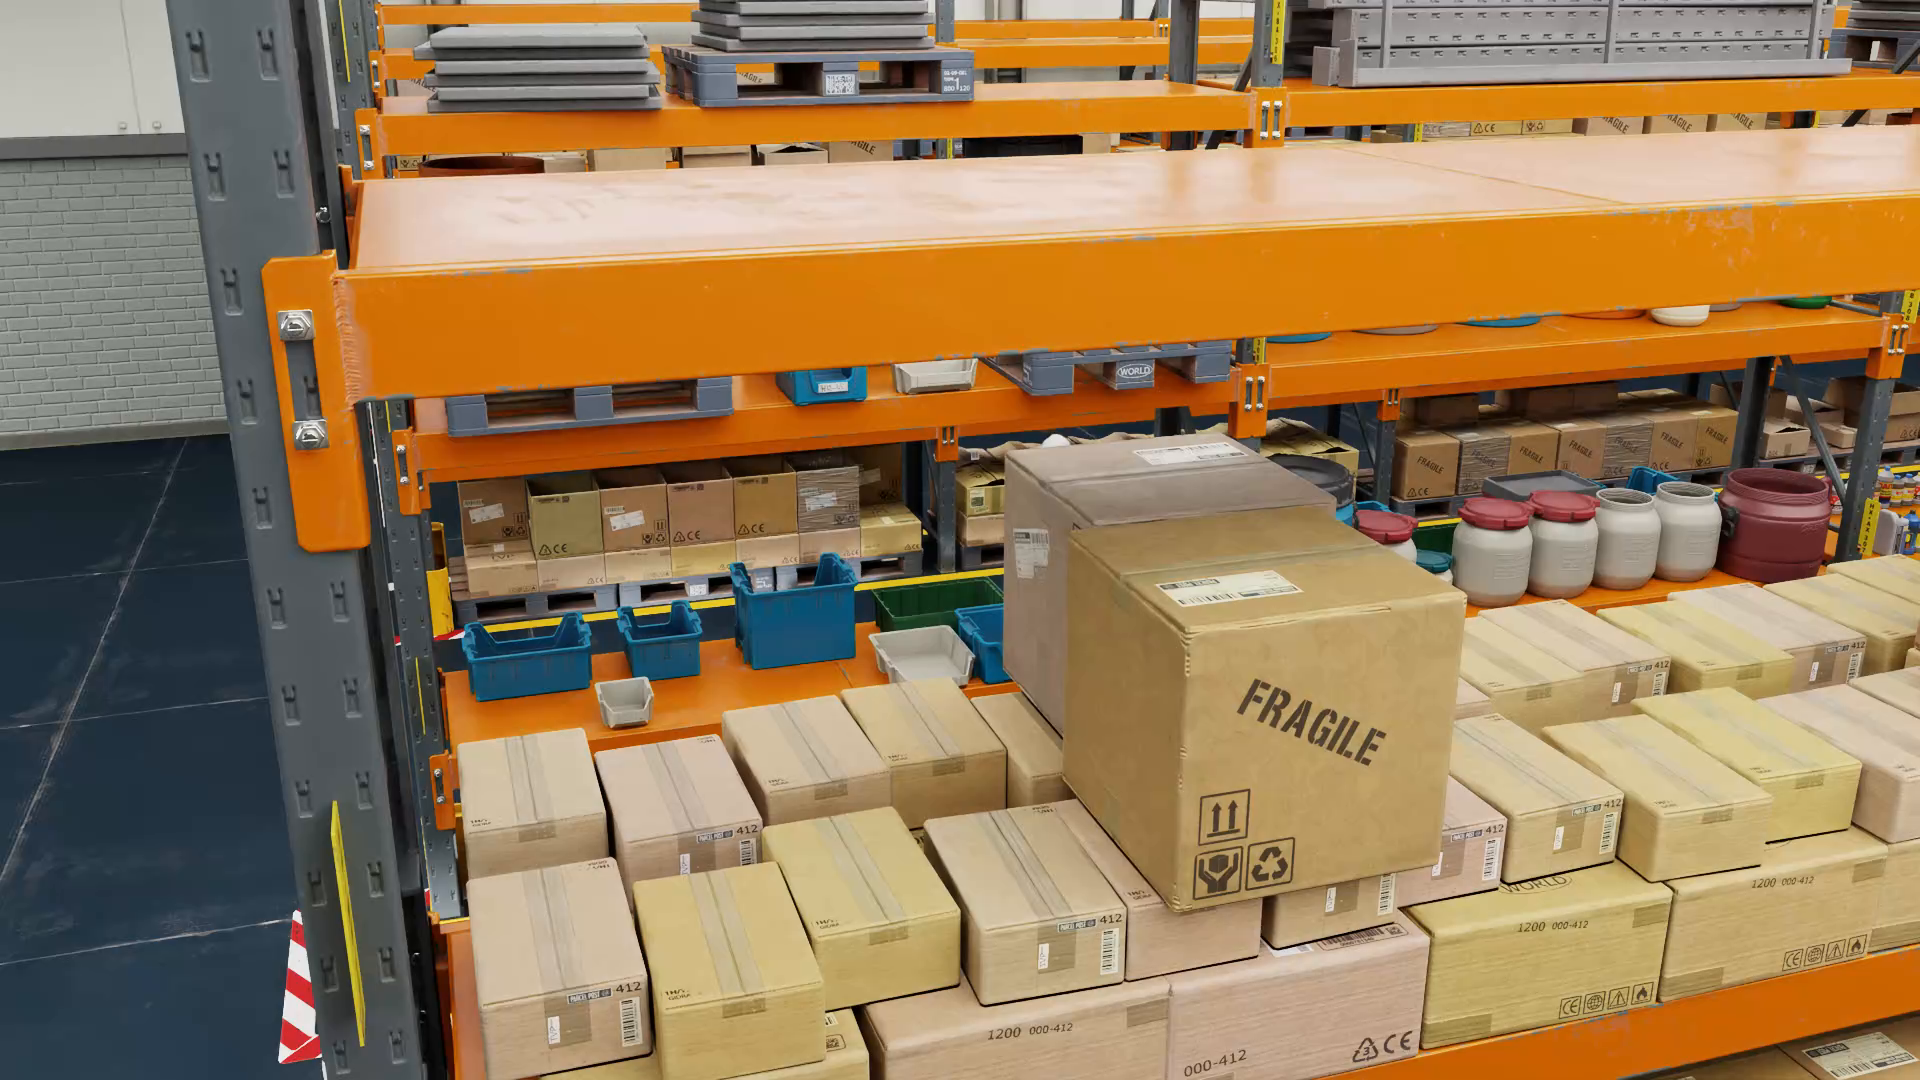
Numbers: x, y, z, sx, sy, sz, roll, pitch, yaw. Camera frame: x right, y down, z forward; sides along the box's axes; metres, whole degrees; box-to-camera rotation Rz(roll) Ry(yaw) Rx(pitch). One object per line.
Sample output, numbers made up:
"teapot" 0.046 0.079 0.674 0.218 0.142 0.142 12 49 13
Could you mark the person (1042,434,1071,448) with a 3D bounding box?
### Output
"person" 0.587 0.145 11.125 0.588 1.778 0.453 -7 20 -21
